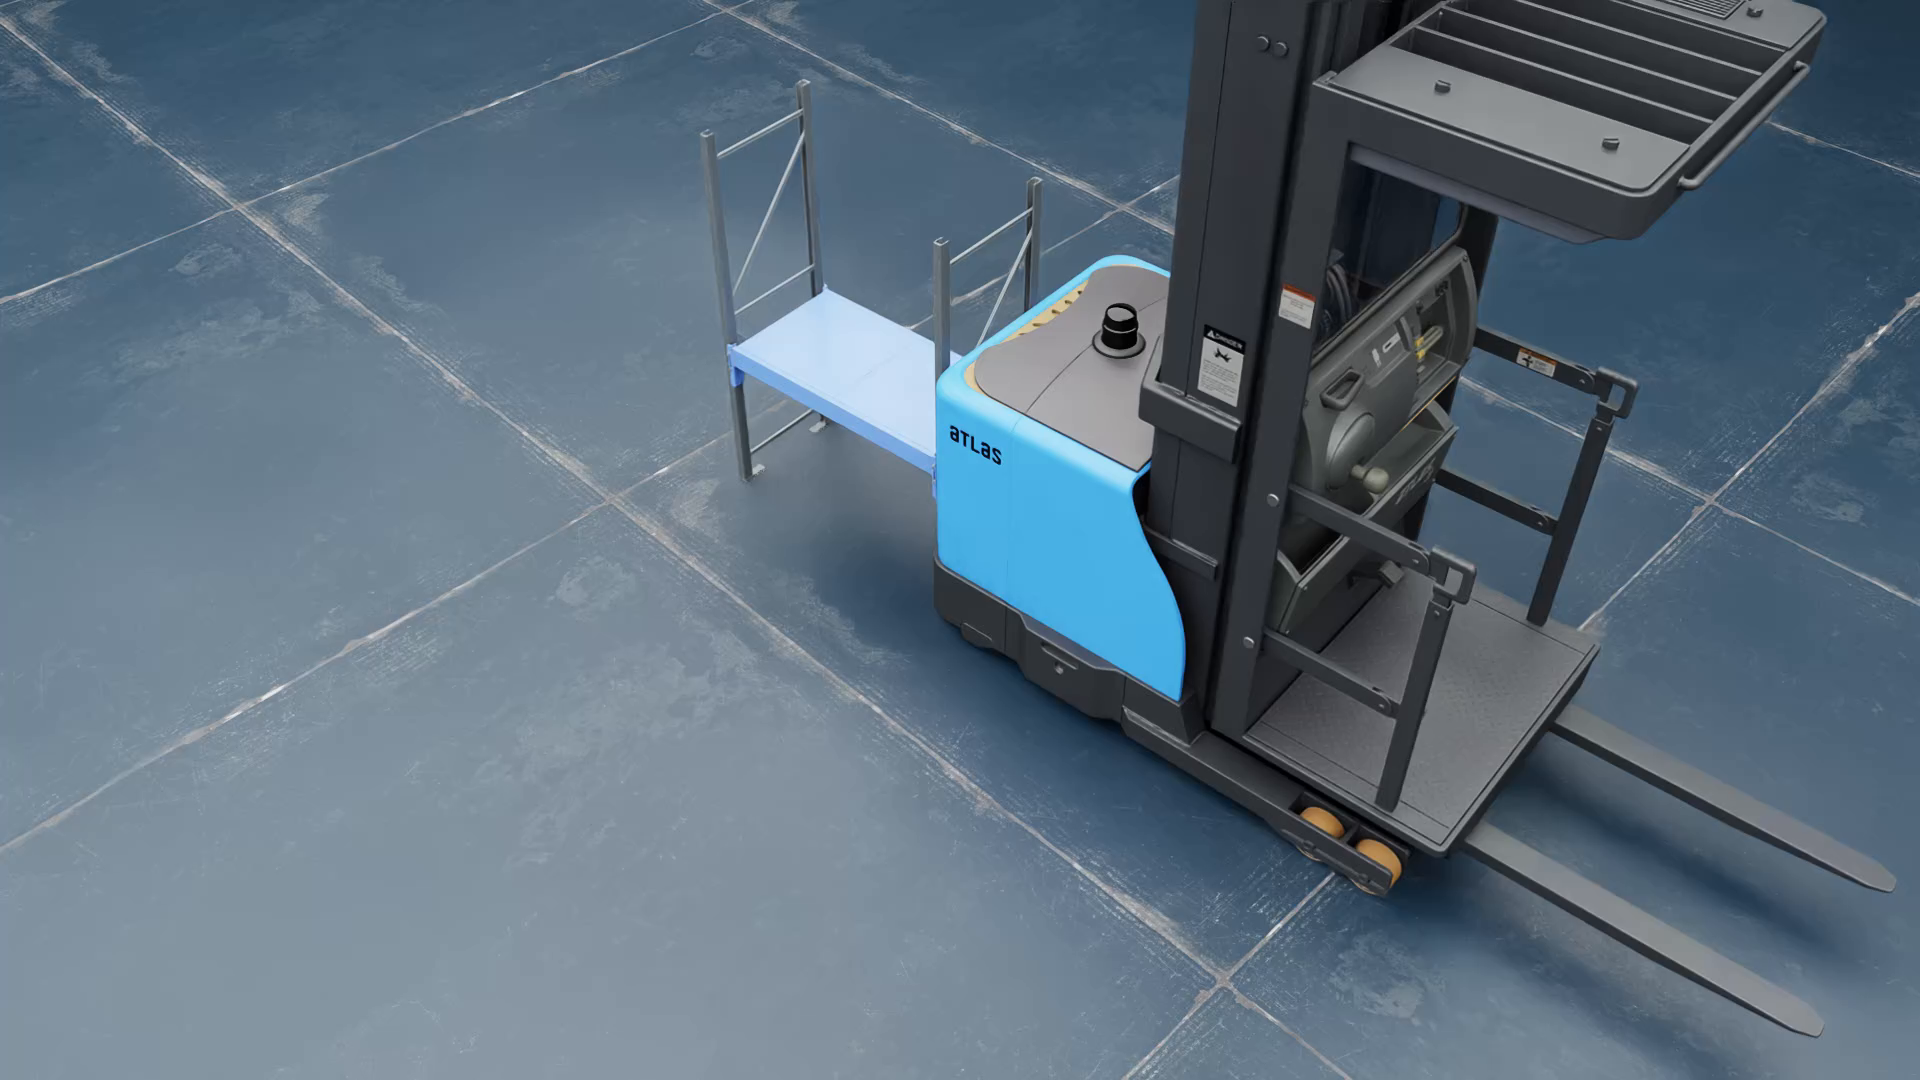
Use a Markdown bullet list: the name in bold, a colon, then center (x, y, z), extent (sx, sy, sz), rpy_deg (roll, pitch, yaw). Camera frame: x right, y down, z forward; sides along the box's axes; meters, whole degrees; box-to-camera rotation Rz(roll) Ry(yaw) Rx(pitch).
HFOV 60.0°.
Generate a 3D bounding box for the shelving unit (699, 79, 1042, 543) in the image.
- **shelving unit**: center (-0.299, -0.690, 5.892), extent (1.048, 1.500, 0.538), rpy_deg (30, 50, 28)

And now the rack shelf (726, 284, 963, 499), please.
- **rack shelf**: center (-0.299, -0.558, 6.014), extent (1.000, 0.185, 0.538), rpy_deg (30, 50, 28)

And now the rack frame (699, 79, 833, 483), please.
- **rack frame**: center (-0.689, -0.912, 6.132), extent (0.032, 1.500, 0.500), rpy_deg (30, 50, 28)

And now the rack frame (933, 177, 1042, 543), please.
- **rack frame**: center (0.090, -0.469, 5.652), extent (0.032, 1.500, 0.500), rpy_deg (30, 50, 28)

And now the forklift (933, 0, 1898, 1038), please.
- **forklift**: center (1.362, -0.406, 4.530), extent (3.031, 2.935, 1.130), rpy_deg (30, 50, 28)
